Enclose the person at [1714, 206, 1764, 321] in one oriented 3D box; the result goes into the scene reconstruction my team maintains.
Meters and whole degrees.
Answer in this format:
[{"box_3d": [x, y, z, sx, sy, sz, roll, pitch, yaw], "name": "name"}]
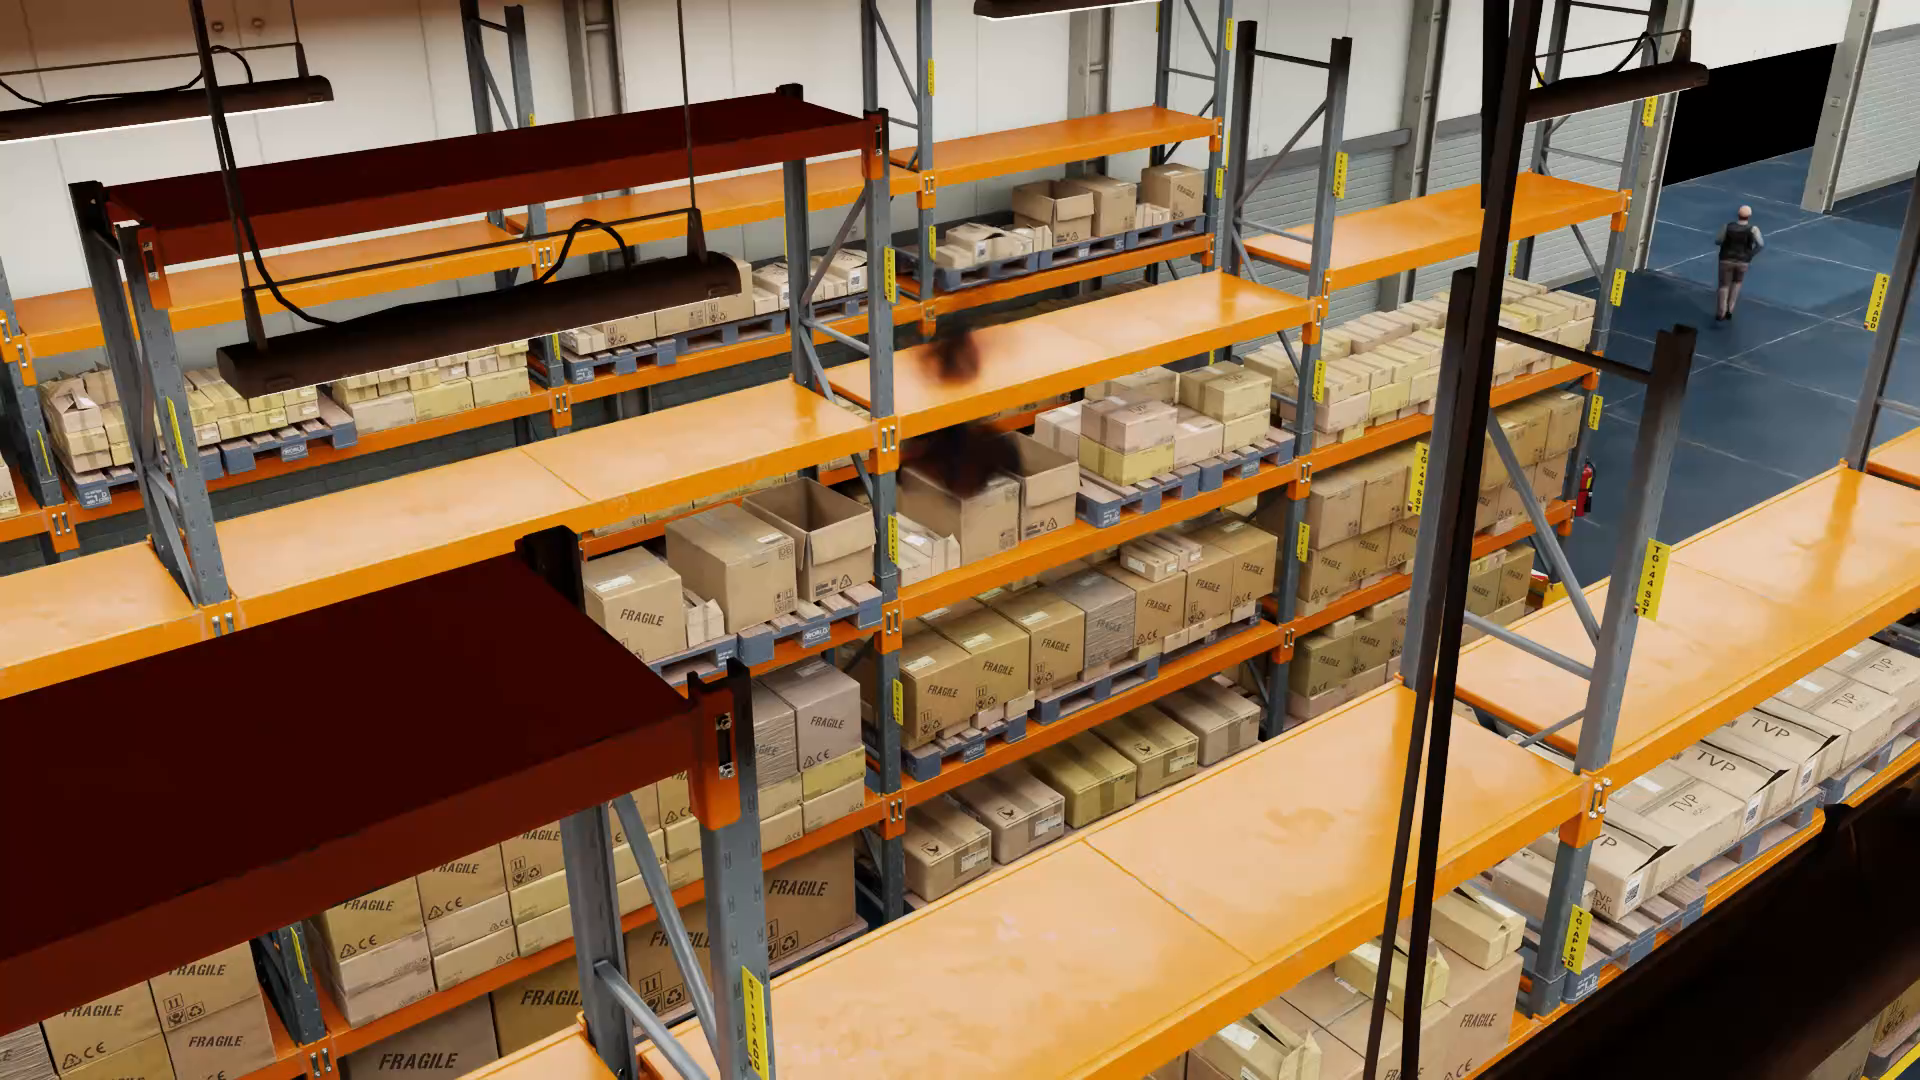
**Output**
[{"box_3d": [11.347, -4.028, 24.391, 0.639, 1.778, 0.731, 8, 27, 17], "name": "person"}]
